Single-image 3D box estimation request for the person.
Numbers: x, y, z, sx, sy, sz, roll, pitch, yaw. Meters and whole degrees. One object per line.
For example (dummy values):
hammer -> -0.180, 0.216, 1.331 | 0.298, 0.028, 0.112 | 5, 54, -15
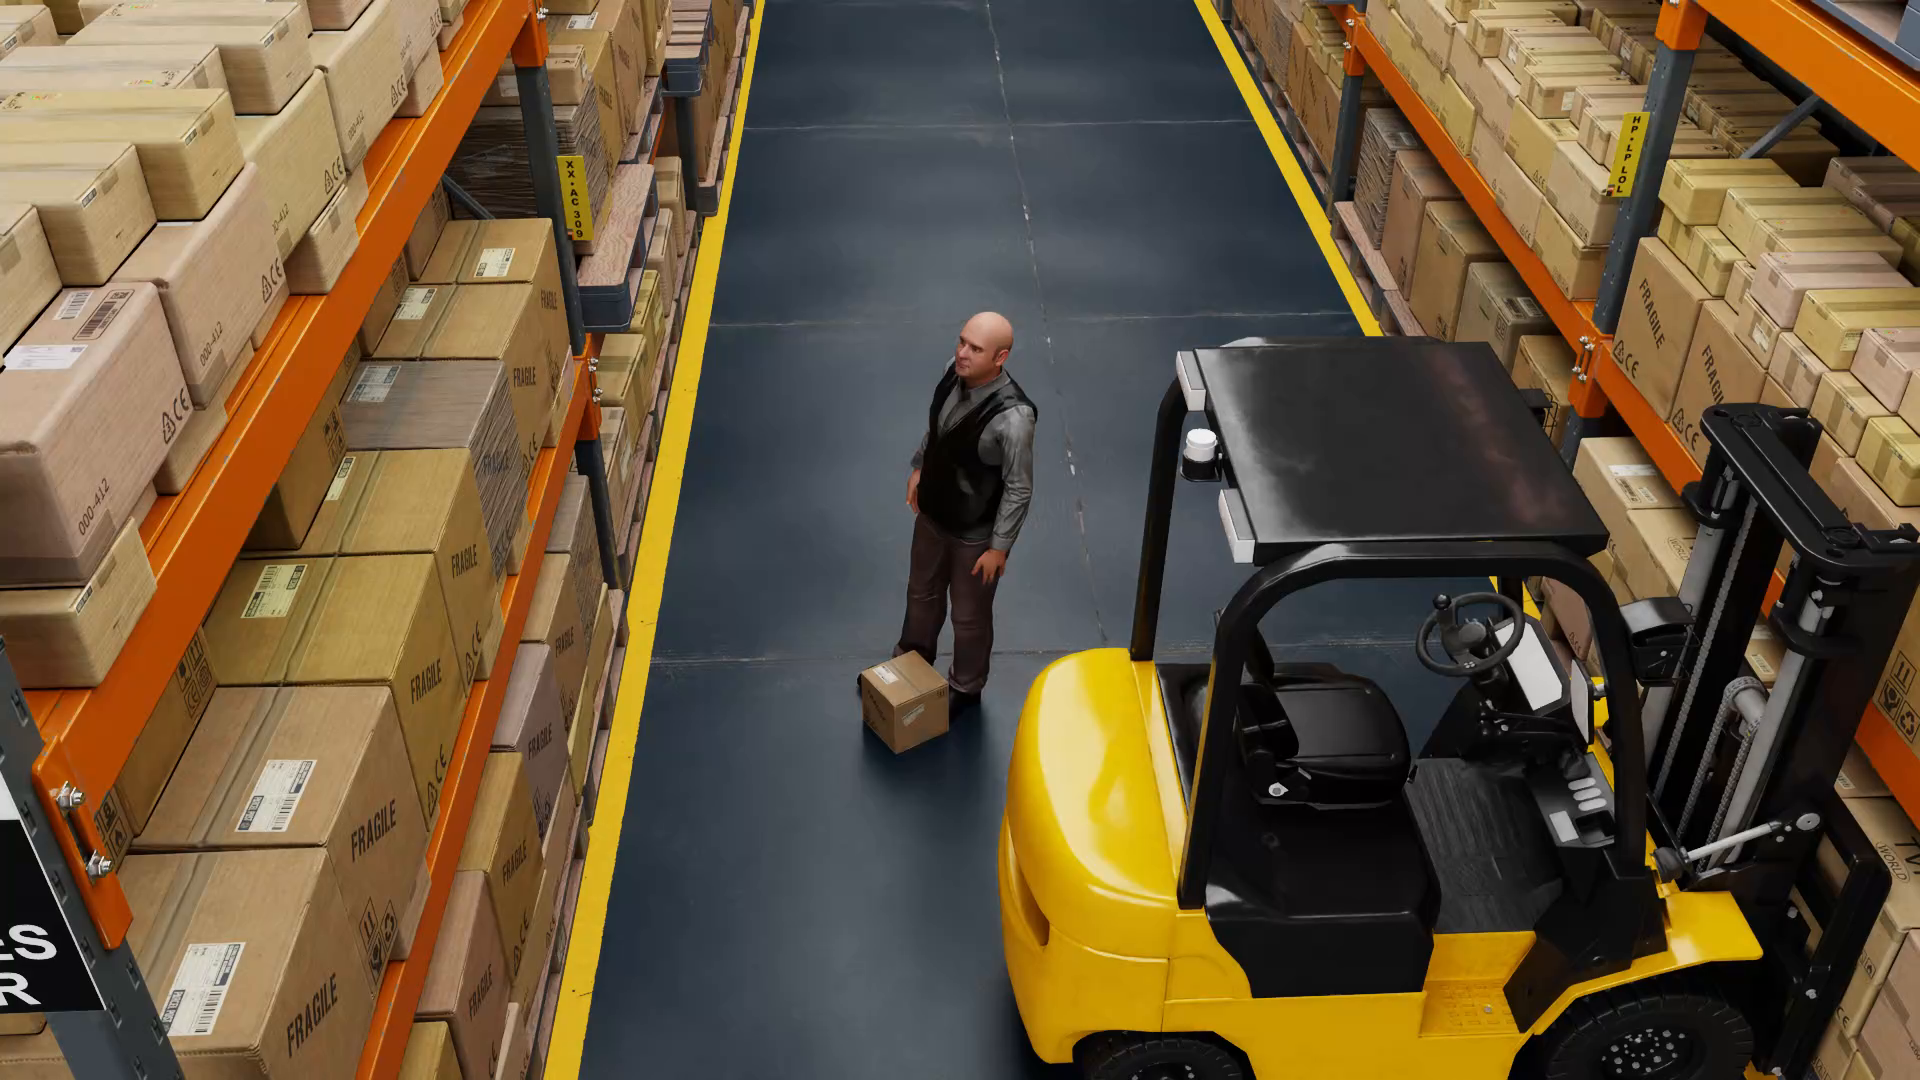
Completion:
person -> -0.039, -0.056, 6.233 | 0.564, 1.724, 0.634 | -20, 39, -26
